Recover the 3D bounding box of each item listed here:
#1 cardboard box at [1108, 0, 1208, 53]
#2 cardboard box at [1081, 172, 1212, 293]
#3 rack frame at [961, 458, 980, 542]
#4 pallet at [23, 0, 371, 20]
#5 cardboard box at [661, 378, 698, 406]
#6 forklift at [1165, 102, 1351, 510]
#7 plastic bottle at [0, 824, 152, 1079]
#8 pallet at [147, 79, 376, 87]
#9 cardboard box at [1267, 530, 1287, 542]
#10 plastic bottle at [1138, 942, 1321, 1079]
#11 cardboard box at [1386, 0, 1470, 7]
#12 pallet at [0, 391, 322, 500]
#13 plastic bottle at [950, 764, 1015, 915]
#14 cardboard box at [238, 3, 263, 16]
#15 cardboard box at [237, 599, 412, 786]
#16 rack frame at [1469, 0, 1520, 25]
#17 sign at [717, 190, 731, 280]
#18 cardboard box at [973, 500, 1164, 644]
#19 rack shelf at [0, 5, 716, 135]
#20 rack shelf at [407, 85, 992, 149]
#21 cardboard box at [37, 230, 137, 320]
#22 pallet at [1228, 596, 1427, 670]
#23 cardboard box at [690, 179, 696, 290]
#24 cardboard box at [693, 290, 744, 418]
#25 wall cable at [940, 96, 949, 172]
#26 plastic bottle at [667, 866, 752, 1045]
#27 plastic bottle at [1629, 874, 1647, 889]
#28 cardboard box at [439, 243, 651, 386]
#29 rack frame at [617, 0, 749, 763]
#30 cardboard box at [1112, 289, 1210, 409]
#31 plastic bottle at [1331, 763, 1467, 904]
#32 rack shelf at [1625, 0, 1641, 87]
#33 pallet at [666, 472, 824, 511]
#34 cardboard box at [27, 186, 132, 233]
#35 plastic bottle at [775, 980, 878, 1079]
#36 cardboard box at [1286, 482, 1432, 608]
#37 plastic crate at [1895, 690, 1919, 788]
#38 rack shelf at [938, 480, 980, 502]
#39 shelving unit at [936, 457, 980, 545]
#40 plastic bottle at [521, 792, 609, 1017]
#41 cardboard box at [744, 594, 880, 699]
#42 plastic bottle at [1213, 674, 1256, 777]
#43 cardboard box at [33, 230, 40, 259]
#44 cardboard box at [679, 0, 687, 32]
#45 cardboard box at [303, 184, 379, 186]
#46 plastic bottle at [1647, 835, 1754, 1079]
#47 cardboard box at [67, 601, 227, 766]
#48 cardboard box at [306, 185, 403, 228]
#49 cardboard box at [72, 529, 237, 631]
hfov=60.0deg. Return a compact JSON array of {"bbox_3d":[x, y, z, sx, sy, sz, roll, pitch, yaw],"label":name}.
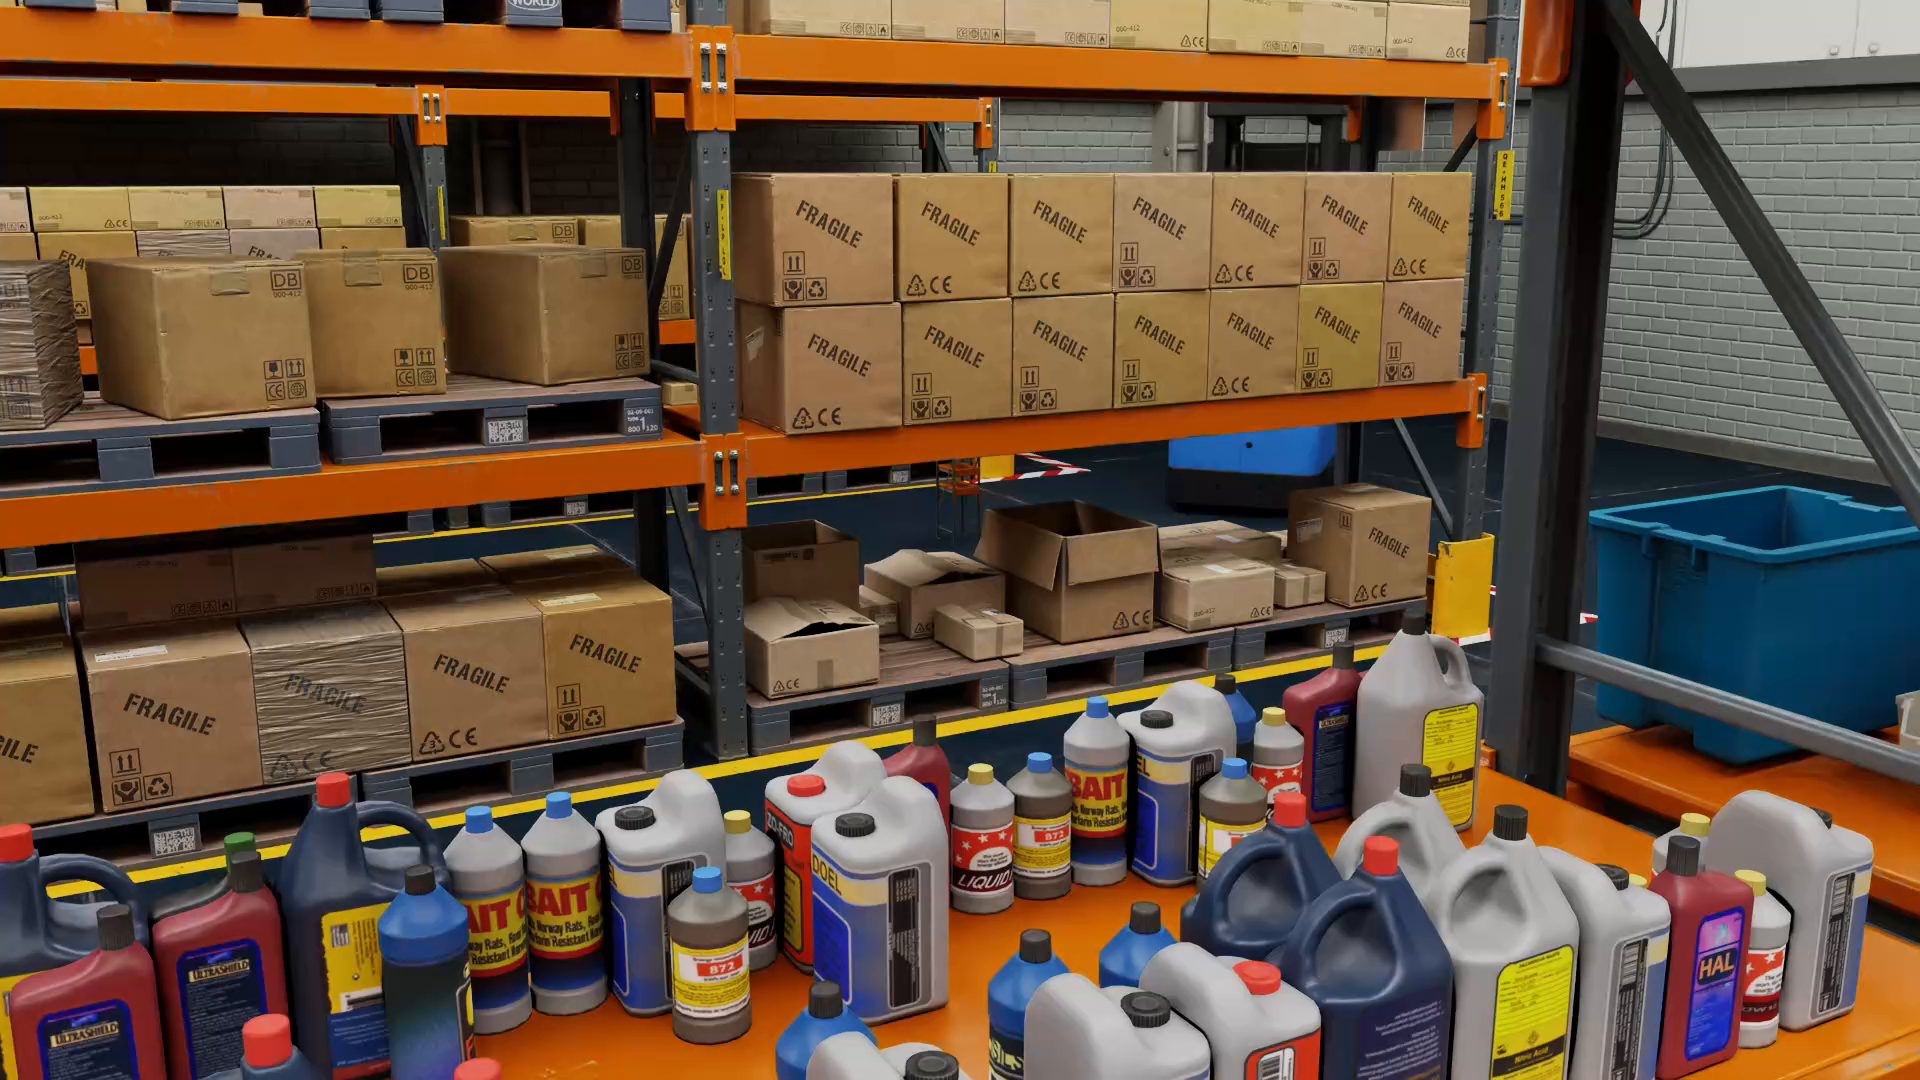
[{"bbox_3d":[0.718,-2.225,7.173,0.500,0.250,0.500,-7,14,-28],"label":"cardboard box"},{"bbox_3d":[0.760,-1.368,7.353,0.500,0.500,0.500,-6,14,-26],"label":"cardboard box"},{"bbox_3d":[0.068,-0.593,10.513,0.006,1.200,0.240,-7,14,-28],"label":"rack frame"},{"bbox_3d":[-2.660,-1.881,5.730,1.003,0.211,1.213,-7,14,-28],"label":"pallet"},{"bbox_3d":[-1.970,-1.044,11.678,0.250,0.149,0.380,-7,15,-29],"label":"cardboard box"},{"bbox_3d":[2.406,-1.896,12.360,1.130,2.935,3.031,5,13,20],"label":"forklift"},{"bbox_3d":[-0.972,0.472,1.790,0.185,0.351,0.144,-7,14,-28],"label":"plastic bottle"},{"bbox_3d":[-4.303,-2.892,10.232,1.217,0.209,0.805,-8,15,-30],"label":"pallet"},{"bbox_3d":[1.834,0.060,9.004,0.250,0.149,0.380,-7,14,-28],"label":"cardboard box"},{"bbox_3d":[0.271,0.537,1.673,0.135,0.276,0.152,-7,14,-28],"label":"plastic bottle"},{"bbox_3d":[2.037,-2.625,7.814,0.500,0.250,0.500,-7,14,-28],"label":"cardboard box"},{"bbox_3d":[-2.951,-0.365,5.835,1.213,0.211,1.003,-7,14,-28],"label":"pallet"},{"bbox_3d":[0.029,0.419,2.366,0.097,0.201,0.097,0,13,0],"label":"plastic bottle"},{"bbox_3d":[-4.347,-3.283,10.305,0.500,0.500,0.700,-8,15,-31],"label":"cardboard box"},{"bbox_3d":[-2.319,0.541,6.063,0.500,0.500,0.500,-7,14,-27],"label":"cardboard box"},{"bbox_3d":[2.366,-4.021,7.982,0.127,3.000,1.000,-7,14,-28],"label":"rack frame"},{"bbox_3d":[-0.876,-1.132,6.170,0.005,0.325,0.100,-7,14,-28],"label":"sign"},{"bbox_3d":[0.501,0.131,7.879,0.637,0.503,0.797,-7,14,-28],"label":"cardboard box"},{"bbox_3d":[-2.901,-1.576,5.585,4.000,0.370,1.077,-7,14,-28],"label":"rack shelf"},{"bbox_3d":[-1.766,-2.951,11.695,4.000,0.370,1.077,-7,14,-28],"label":"rack shelf"},{"bbox_3d":[-5.130,-1.574,9.821,0.500,0.500,0.500,-6,14,-26],"label":"cardboard box"},{"bbox_3d":[1.600,0.358,8.538,1.213,0.211,1.003,-7,14,-28],"label":"pallet"},{"bbox_3d":[-0.825,-1.313,7.108,0.500,0.500,0.500,-7,14,-28],"label":"cardboard box"},{"bbox_3d":[-0.829,-0.824,7.213,0.500,0.500,0.500,-7,14,-27],"label":"cardboard box"},{"bbox_3d":[0.660,-2.861,14.178,1.851,1.984,0.084,-7,14,-28],"label":"wall cable"},{"bbox_3d":[-0.304,0.497,2.020,0.097,0.201,0.097,0,13,0],"label":"plastic bottle"},{"bbox_3d":[0.799,0.502,2.000,0.097,0.201,0.097,0,13,0],"label":"plastic bottle"},{"bbox_3d":[-1.668,-0.921,6.684,0.700,0.500,0.500,11,17,41],"label":"cardboard box"},{"bbox_3d":[-1.145,-0.674,6.771,0.127,3.000,1.000,-7,14,-28],"label":"rack frame"},{"bbox_3d":[0.767,-0.884,7.478,0.500,0.500,0.500,-7,14,-29],"label":"cardboard box"},{"bbox_3d":[0.506,0.437,1.946,0.185,0.351,0.144,-7,14,-28],"label":"plastic bottle"},{"bbox_3d":[2.980,-1.042,3.212,4.000,0.370,1.077,-7,14,-28],"label":"rack shelf"},{"bbox_3d":[-1.745,-0.462,12.180,1.213,0.211,1.003,-7,14,-28],"label":"pallet"},{"bbox_3d":[-5.157,-1.940,9.737,0.500,0.250,0.500,-7,15,-29],"label":"cardboard box"},{"bbox_3d":[-0.127,0.556,1.601,0.097,0.271,0.097,0,13,0],"label":"plastic bottle"},{"bbox_3d":[2.007,0.015,8.402,0.500,0.500,0.500,-7,14,-28],"label":"cardboard box"},{"bbox_3d":[1.702,0.359,2.645,0.243,0.136,0.396,-7,14,-28],"label":"plastic crate"},{"bbox_3d":[-0.013,-0.306,10.533,0.180,0.103,0.258,-7,14,-28],"label":"rack shelf"},{"bbox_3d":[-0.013,-0.584,10.471,0.189,1.200,0.258,-7,14,-28],"label":"shelving unit"},{"bbox_3d":[-0.495,0.448,2.079,0.097,0.271,0.097,0,13,0],"label":"plastic bottle"},{"bbox_3d":[-0.673,0.421,7.029,0.500,0.311,0.500,-7,14,-28],"label":"cardboard box"},{"bbox_3d":[0.404,0.340,2.558,0.097,0.271,0.097,0,13,0],"label":"plastic bottle"},{"bbox_3d":[-5.401,-1.671,10.251,0.500,0.500,0.500,-6,14,-26],"label":"cardboard box"},{"bbox_3d":[-0.846,-2.166,6.913,0.500,0.250,0.500,-7,14,-28],"label":"cardboard box"},{"bbox_3d":[-4.051,-2.199,10.891,0.500,0.250,0.500,-6,14,-26],"label":"cardboard box"},{"bbox_3d":[0.853,0.475,1.932,0.133,0.283,0.061,-7,14,-28],"label":"plastic bottle"},{"bbox_3d":[-3.036,0.498,6.258,0.500,0.500,0.500,-7,15,-30],"label":"cardboard box"},{"bbox_3d":[-3.809,-2.099,10.445,0.500,0.250,0.500,-6,14,-26],"label":"cardboard box"},{"bbox_3d":[-3.004,0.127,6.195,0.500,0.250,0.500,-7,15,-29],"label":"cardboard box"}]
